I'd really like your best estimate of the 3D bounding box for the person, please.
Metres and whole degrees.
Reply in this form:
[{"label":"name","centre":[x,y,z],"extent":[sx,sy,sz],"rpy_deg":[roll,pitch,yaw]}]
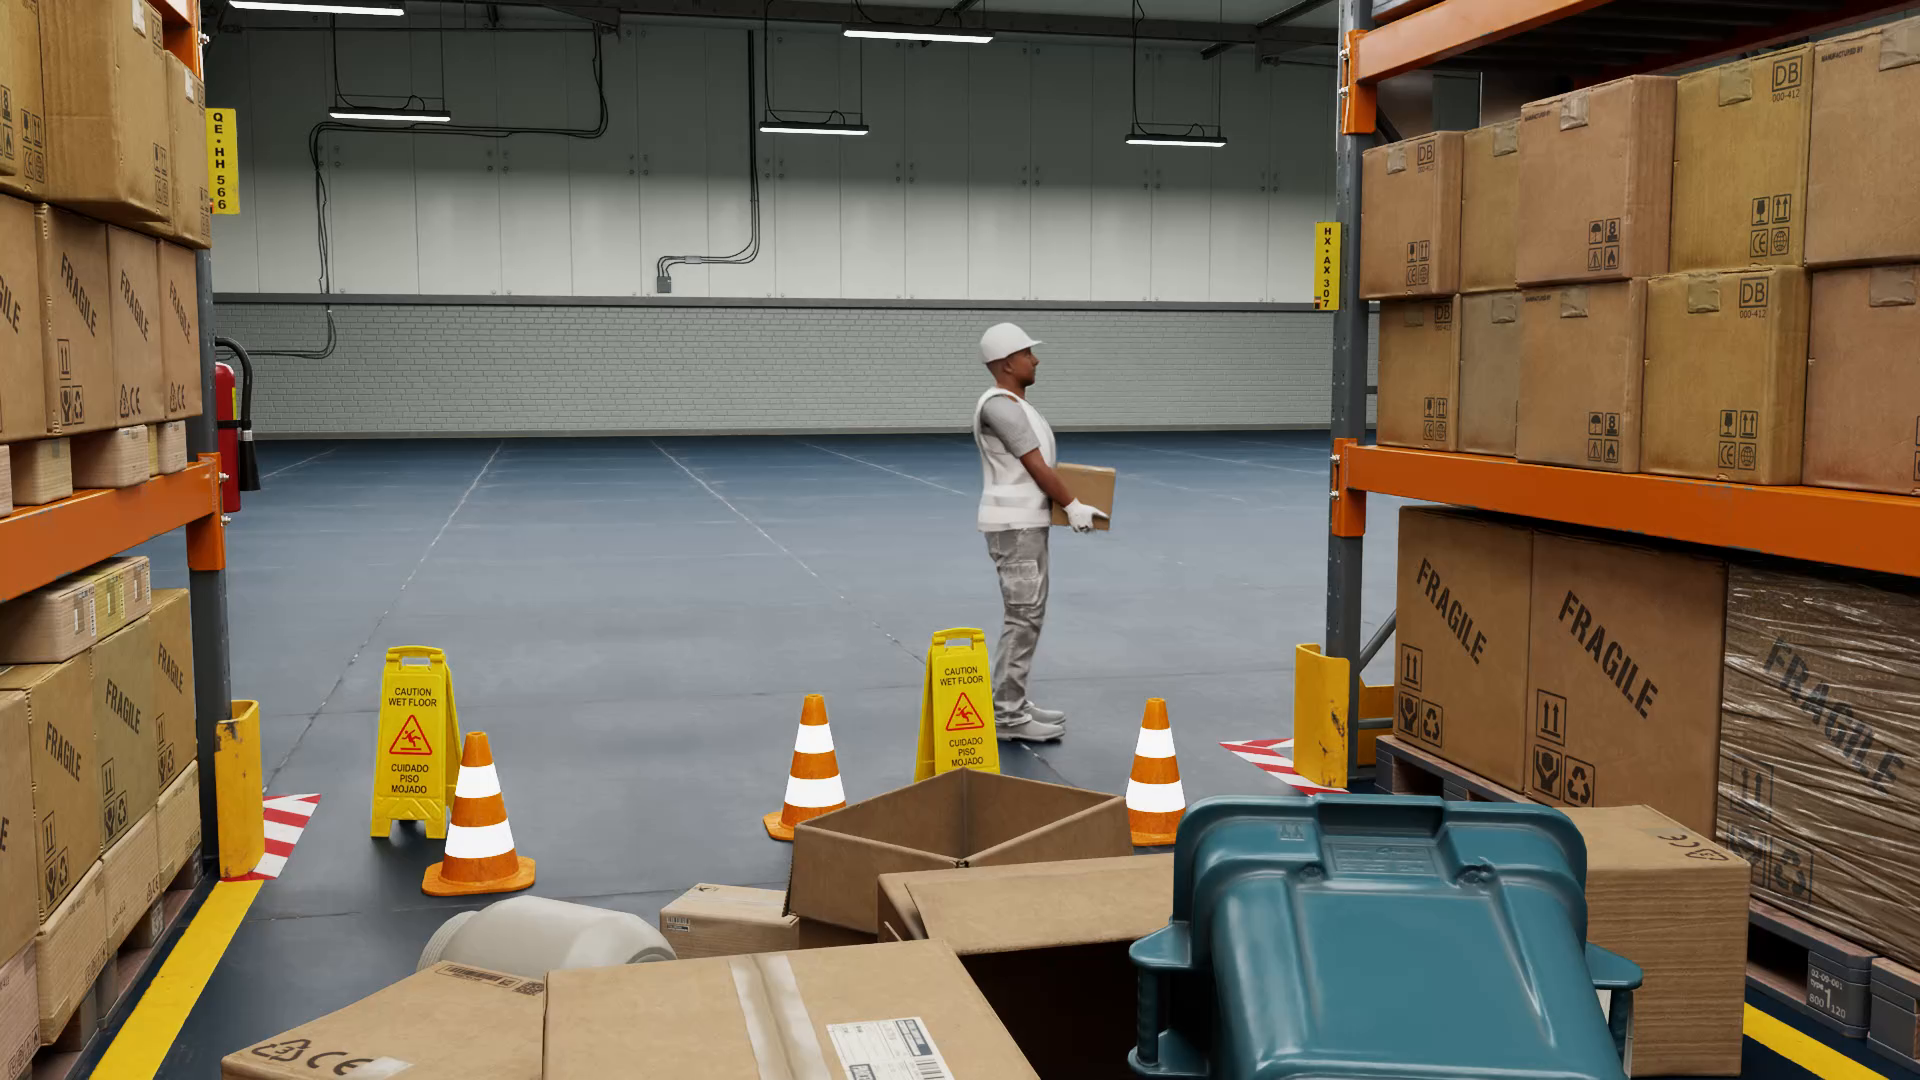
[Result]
[{"label":"person","centre":[0.353,-0.041,7.195],"extent":[0.579,1.782,0.494],"rpy_deg":[0,6,4]}]
